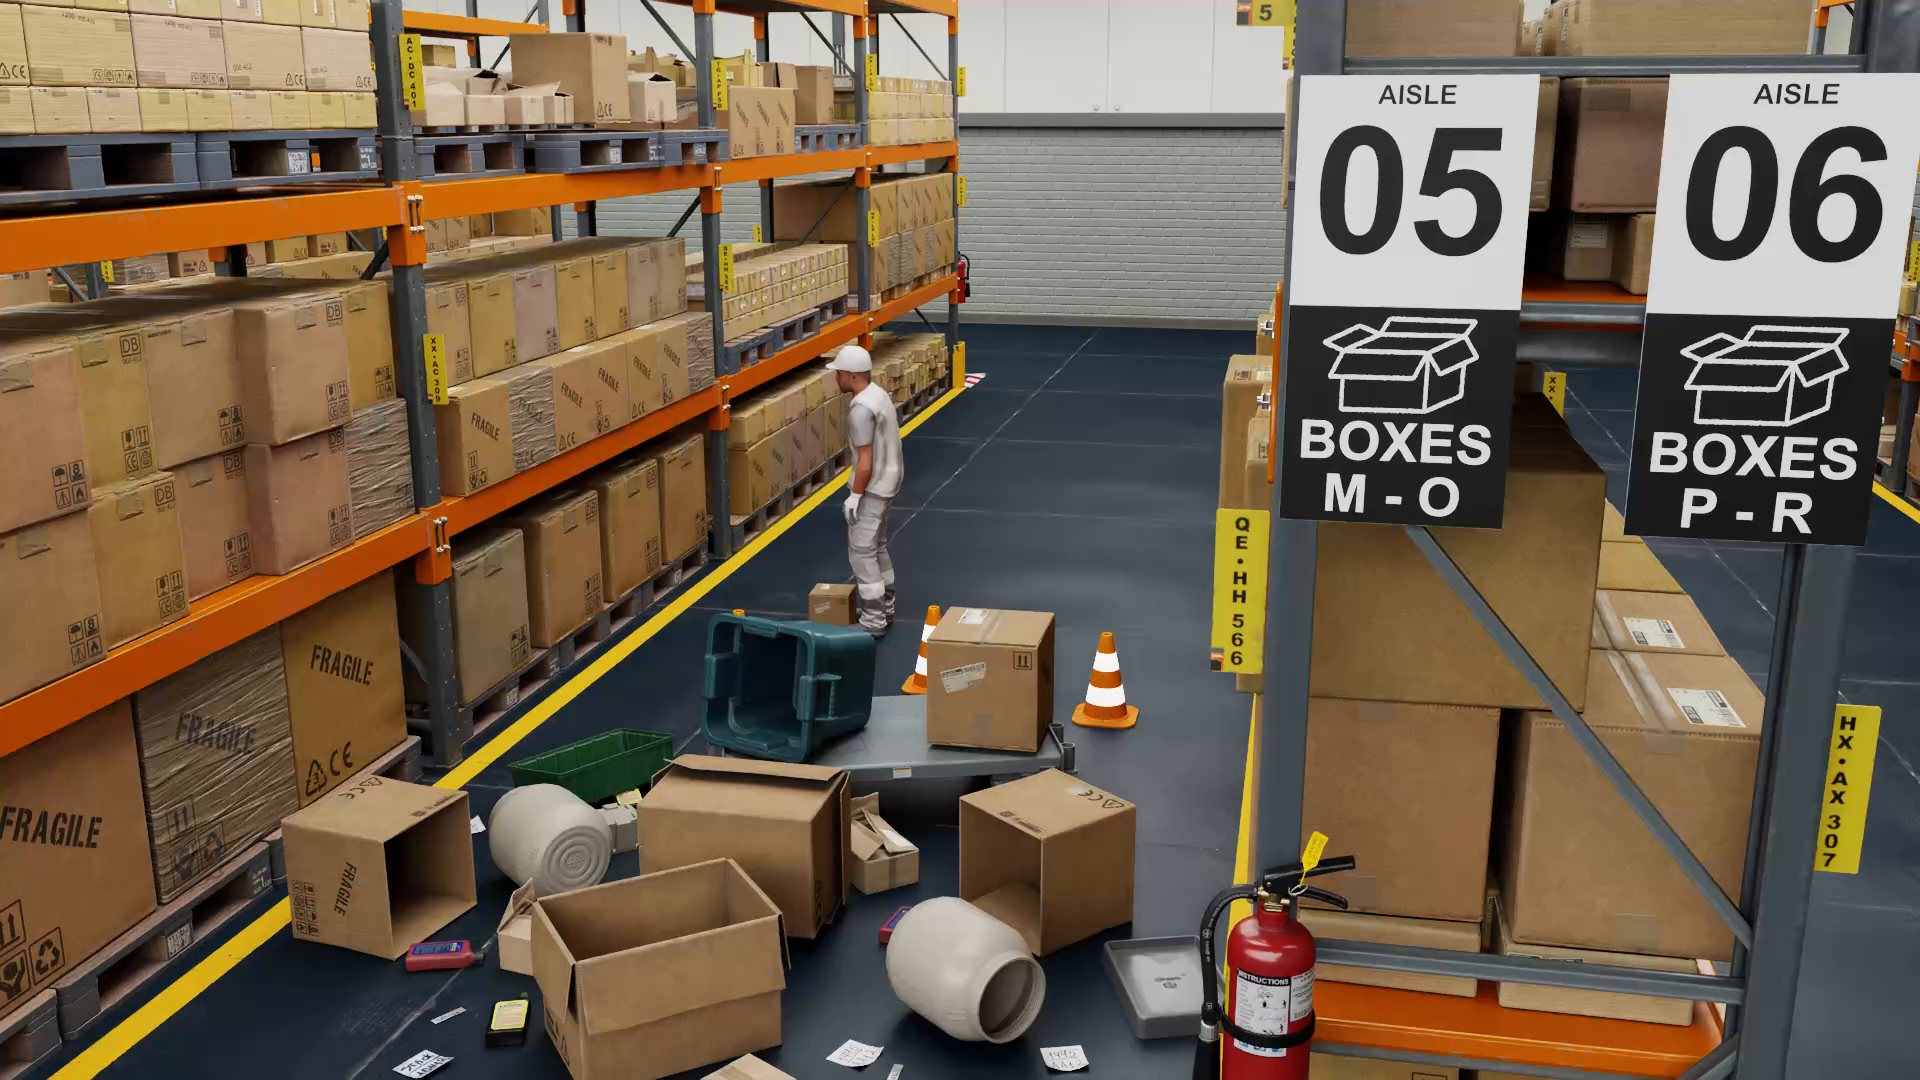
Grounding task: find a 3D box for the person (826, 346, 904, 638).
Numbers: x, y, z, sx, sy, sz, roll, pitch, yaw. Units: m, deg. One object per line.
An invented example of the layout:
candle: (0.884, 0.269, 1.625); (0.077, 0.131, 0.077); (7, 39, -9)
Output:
person: (-0.575, -0.298, 10.131); (0.454, 1.779, 0.620); (3, 15, 10)
